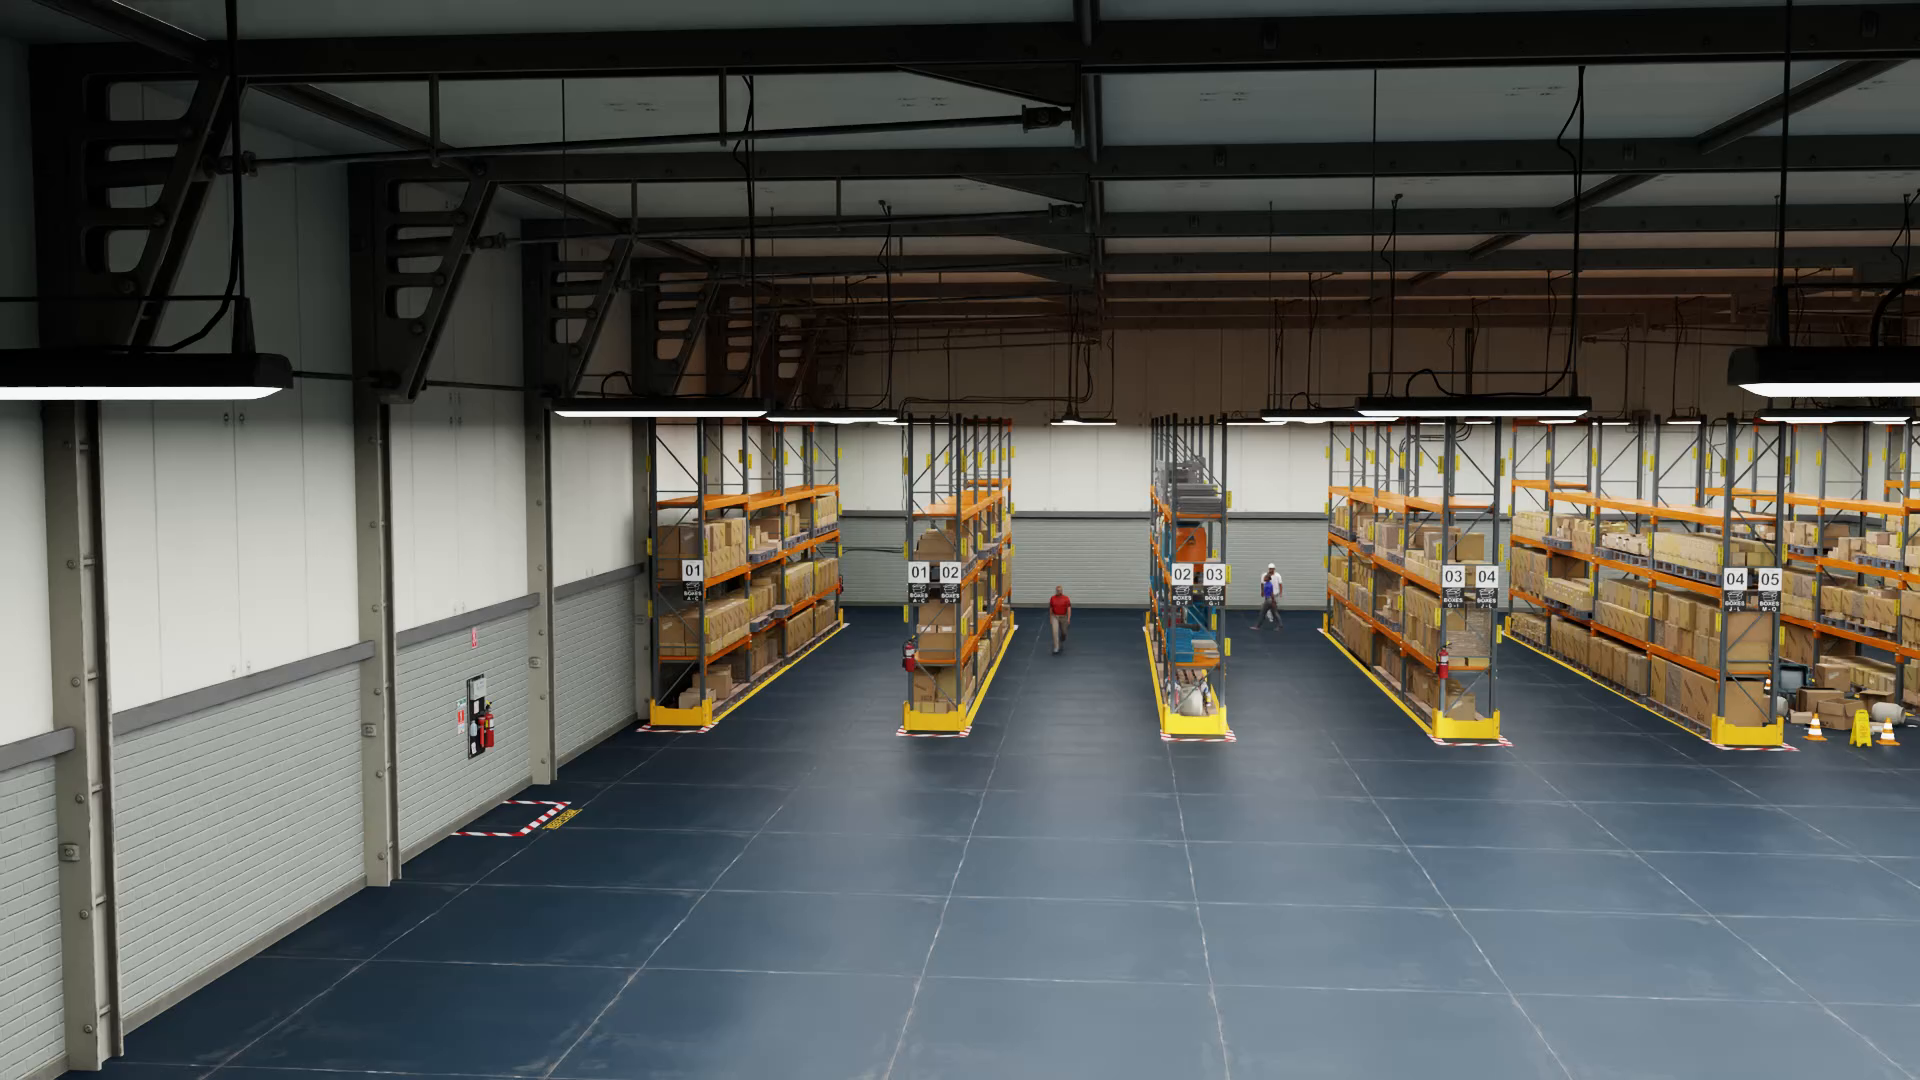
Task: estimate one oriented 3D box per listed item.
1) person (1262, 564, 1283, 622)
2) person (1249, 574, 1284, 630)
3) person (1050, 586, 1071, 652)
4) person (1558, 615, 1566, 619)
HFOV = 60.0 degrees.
[{"bbox_3d":[9.225,1.550,49.126,0.578,1.710,1.081,0,4,2],"label":"person"},{"bbox_3d":[8.686,1.743,46.938,0.973,1.589,0.414,2,4,30],"label":"person"},{"bbox_3d":[2.572,2.006,42.617,0.537,1.671,0.971,0,4,2],"label":"person"},{"bbox_3d":[17.173,1.779,47.147,0.883,1.540,0.464,1,4,21],"label":"person"}]
